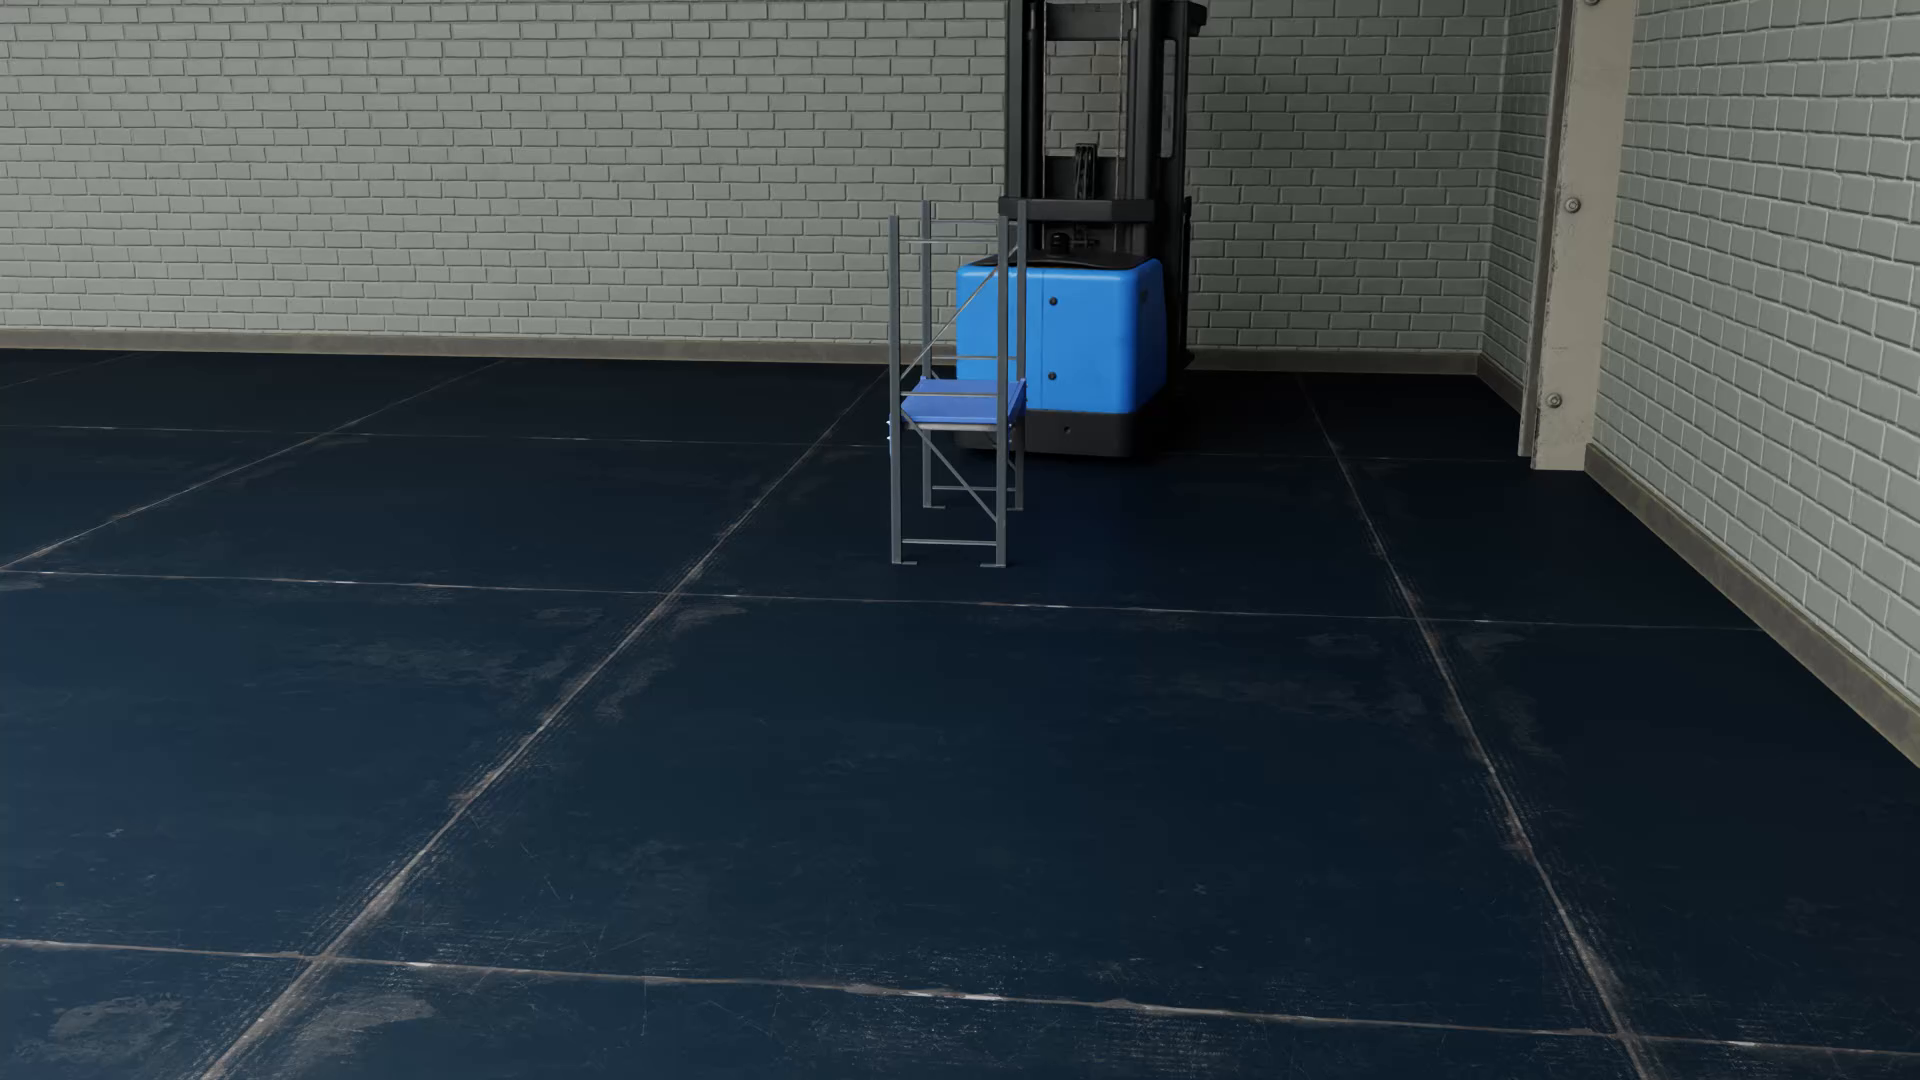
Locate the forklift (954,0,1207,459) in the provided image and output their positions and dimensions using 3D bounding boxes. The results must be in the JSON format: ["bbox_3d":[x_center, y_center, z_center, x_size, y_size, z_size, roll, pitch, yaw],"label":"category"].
[{"bbox_3d":[0.870,-2.204,10.199,1.130,2.935,3.031,4,16,16],"label":"forklift"}]

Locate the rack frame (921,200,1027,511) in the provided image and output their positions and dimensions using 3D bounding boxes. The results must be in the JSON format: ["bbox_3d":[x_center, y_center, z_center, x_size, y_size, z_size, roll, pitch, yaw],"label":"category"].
[{"bbox_3d":[0.067,-0.878,8.036,0.500,1.500,0.032,2,15,6],"label":"rack frame"}]

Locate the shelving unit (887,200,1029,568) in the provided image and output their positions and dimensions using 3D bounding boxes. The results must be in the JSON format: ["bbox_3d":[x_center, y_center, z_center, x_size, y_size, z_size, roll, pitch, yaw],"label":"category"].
[{"bbox_3d":[0.010,-0.746,7.548,0.538,1.500,1.048,2,15,6],"label":"shelving unit"}]

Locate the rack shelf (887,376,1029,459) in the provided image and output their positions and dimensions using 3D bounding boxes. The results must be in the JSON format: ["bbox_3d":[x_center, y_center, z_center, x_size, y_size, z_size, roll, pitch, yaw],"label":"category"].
[{"bbox_3d":[0.010,-0.572,7.595,0.538,0.185,1.000,2,15,6],"label":"rack shelf"}]

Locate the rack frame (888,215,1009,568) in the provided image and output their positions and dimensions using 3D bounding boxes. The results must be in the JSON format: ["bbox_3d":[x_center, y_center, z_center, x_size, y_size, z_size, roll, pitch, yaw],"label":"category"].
[{"bbox_3d":[-0.048,-0.614,7.061,0.500,1.500,0.032,2,15,6],"label":"rack frame"}]

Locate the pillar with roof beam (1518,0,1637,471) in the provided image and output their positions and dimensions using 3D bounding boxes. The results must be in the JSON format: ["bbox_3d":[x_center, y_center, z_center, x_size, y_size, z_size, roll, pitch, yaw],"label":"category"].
[{"bbox_3d":[-0.971,-4.905,8.562,9.100,9.000,0.400,2,15,6],"label":"pillar with roof beam"}]
